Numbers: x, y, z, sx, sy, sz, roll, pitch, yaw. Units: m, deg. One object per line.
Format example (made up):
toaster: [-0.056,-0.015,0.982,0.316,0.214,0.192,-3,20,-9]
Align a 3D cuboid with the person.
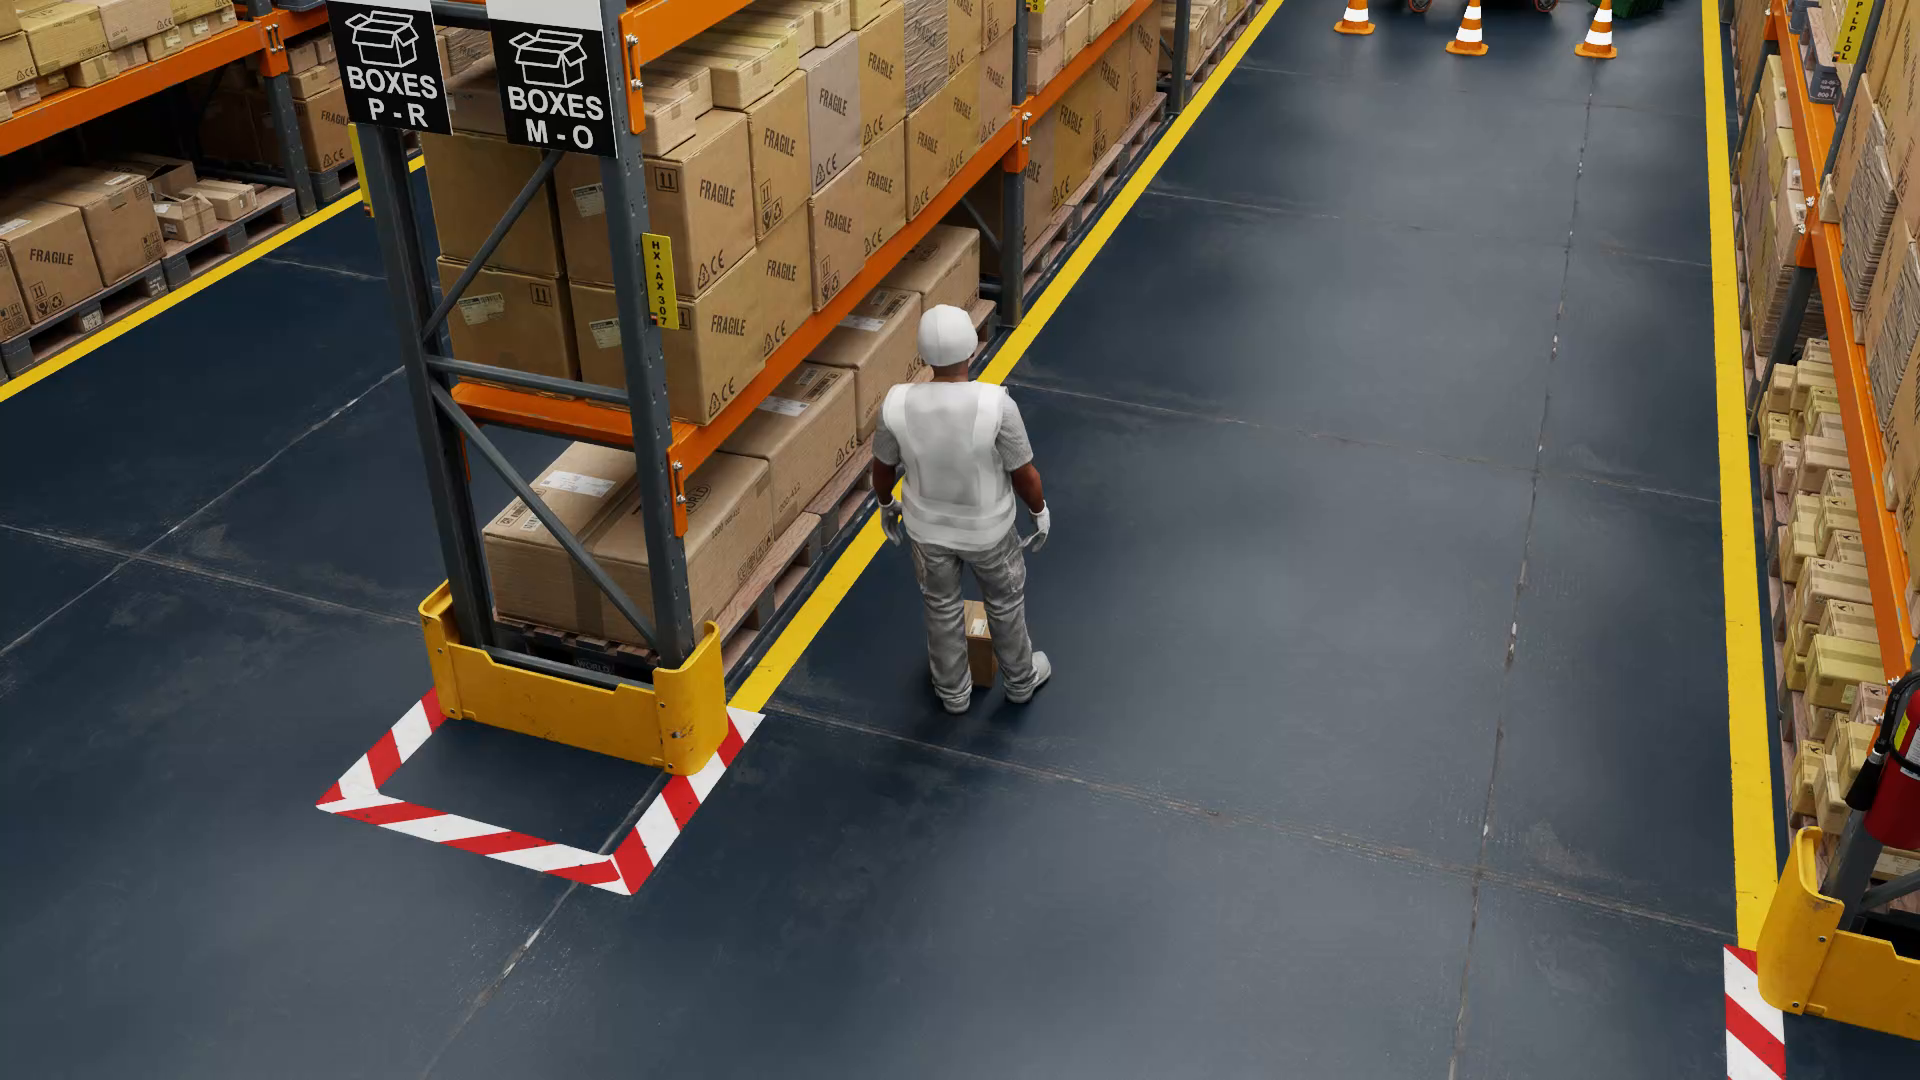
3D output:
person: [0.021,-0.117,6.285,0.656,1.782,0.577,7,34,11]
